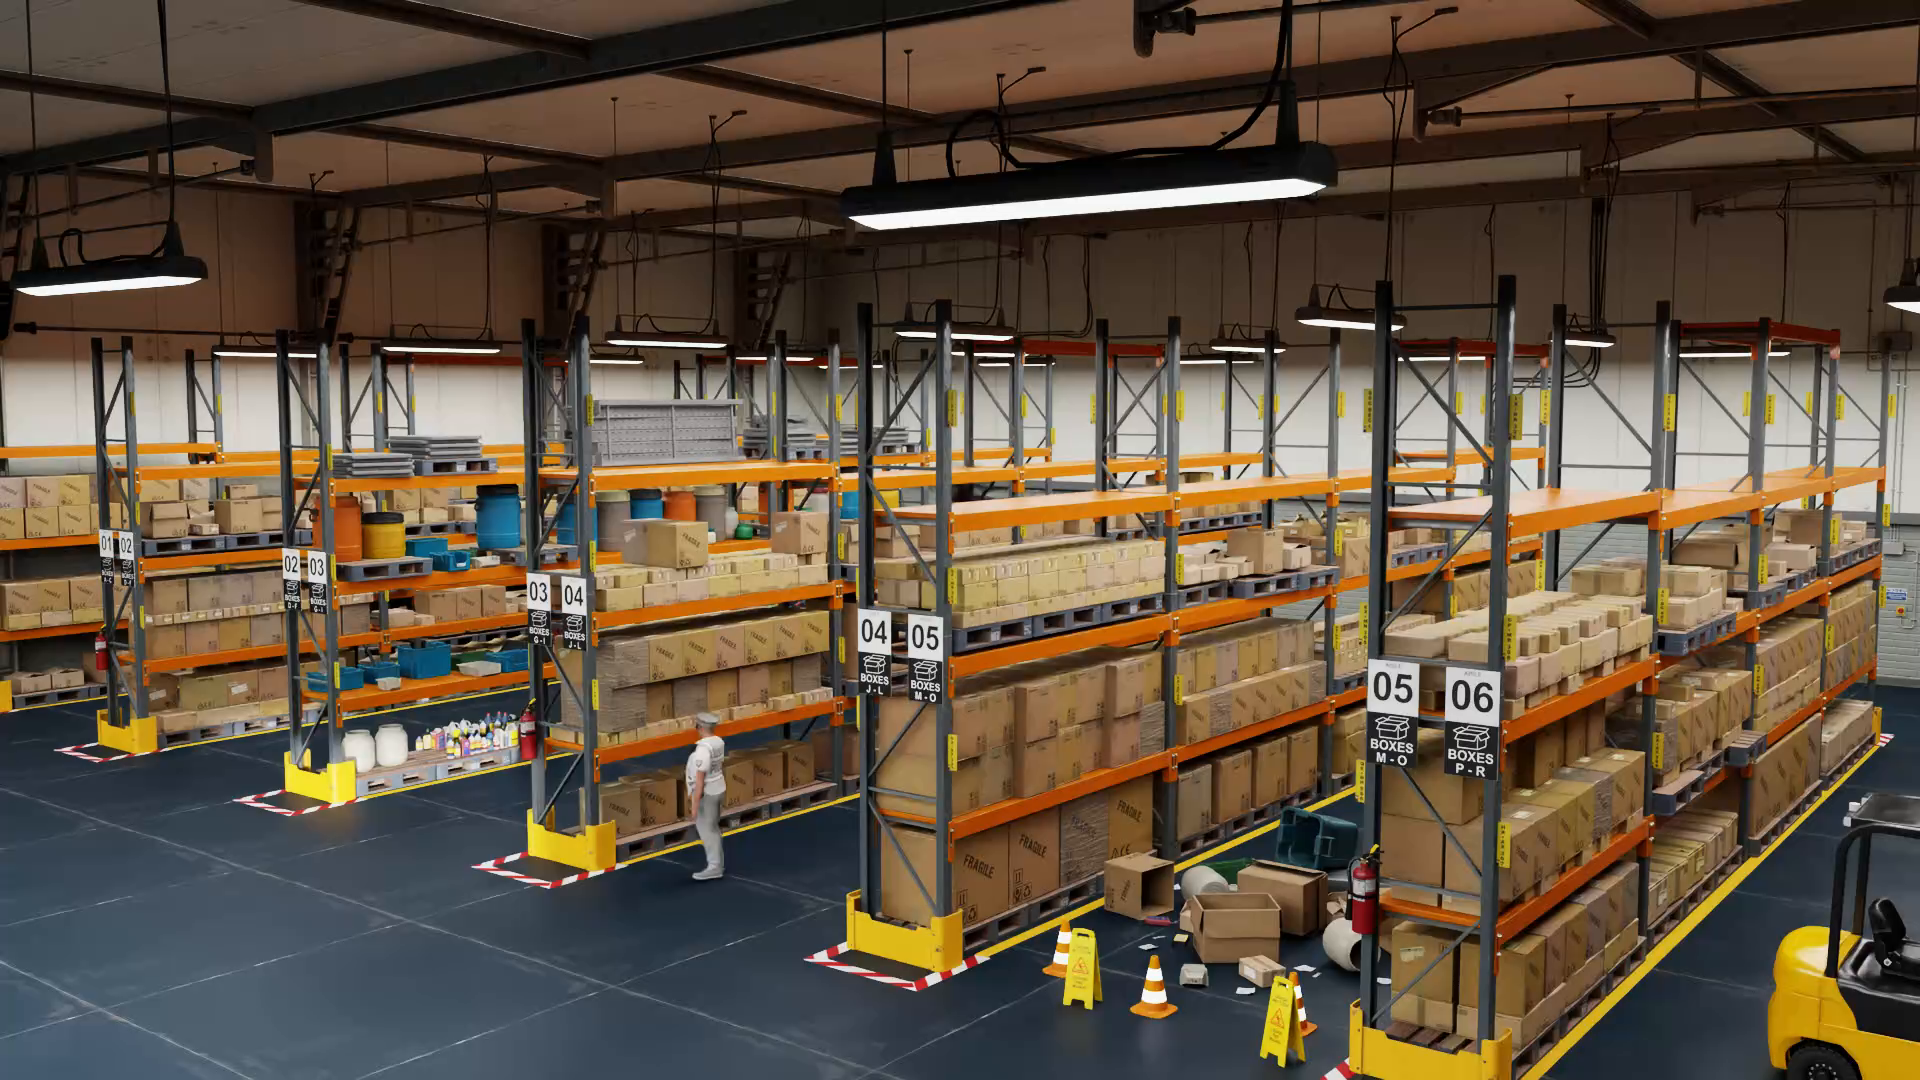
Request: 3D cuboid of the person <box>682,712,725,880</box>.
[{"bbox_3d":[-2.730,2.752,17.810,0.408,1.802,0.669,1,5,10],"label":"person"}]
